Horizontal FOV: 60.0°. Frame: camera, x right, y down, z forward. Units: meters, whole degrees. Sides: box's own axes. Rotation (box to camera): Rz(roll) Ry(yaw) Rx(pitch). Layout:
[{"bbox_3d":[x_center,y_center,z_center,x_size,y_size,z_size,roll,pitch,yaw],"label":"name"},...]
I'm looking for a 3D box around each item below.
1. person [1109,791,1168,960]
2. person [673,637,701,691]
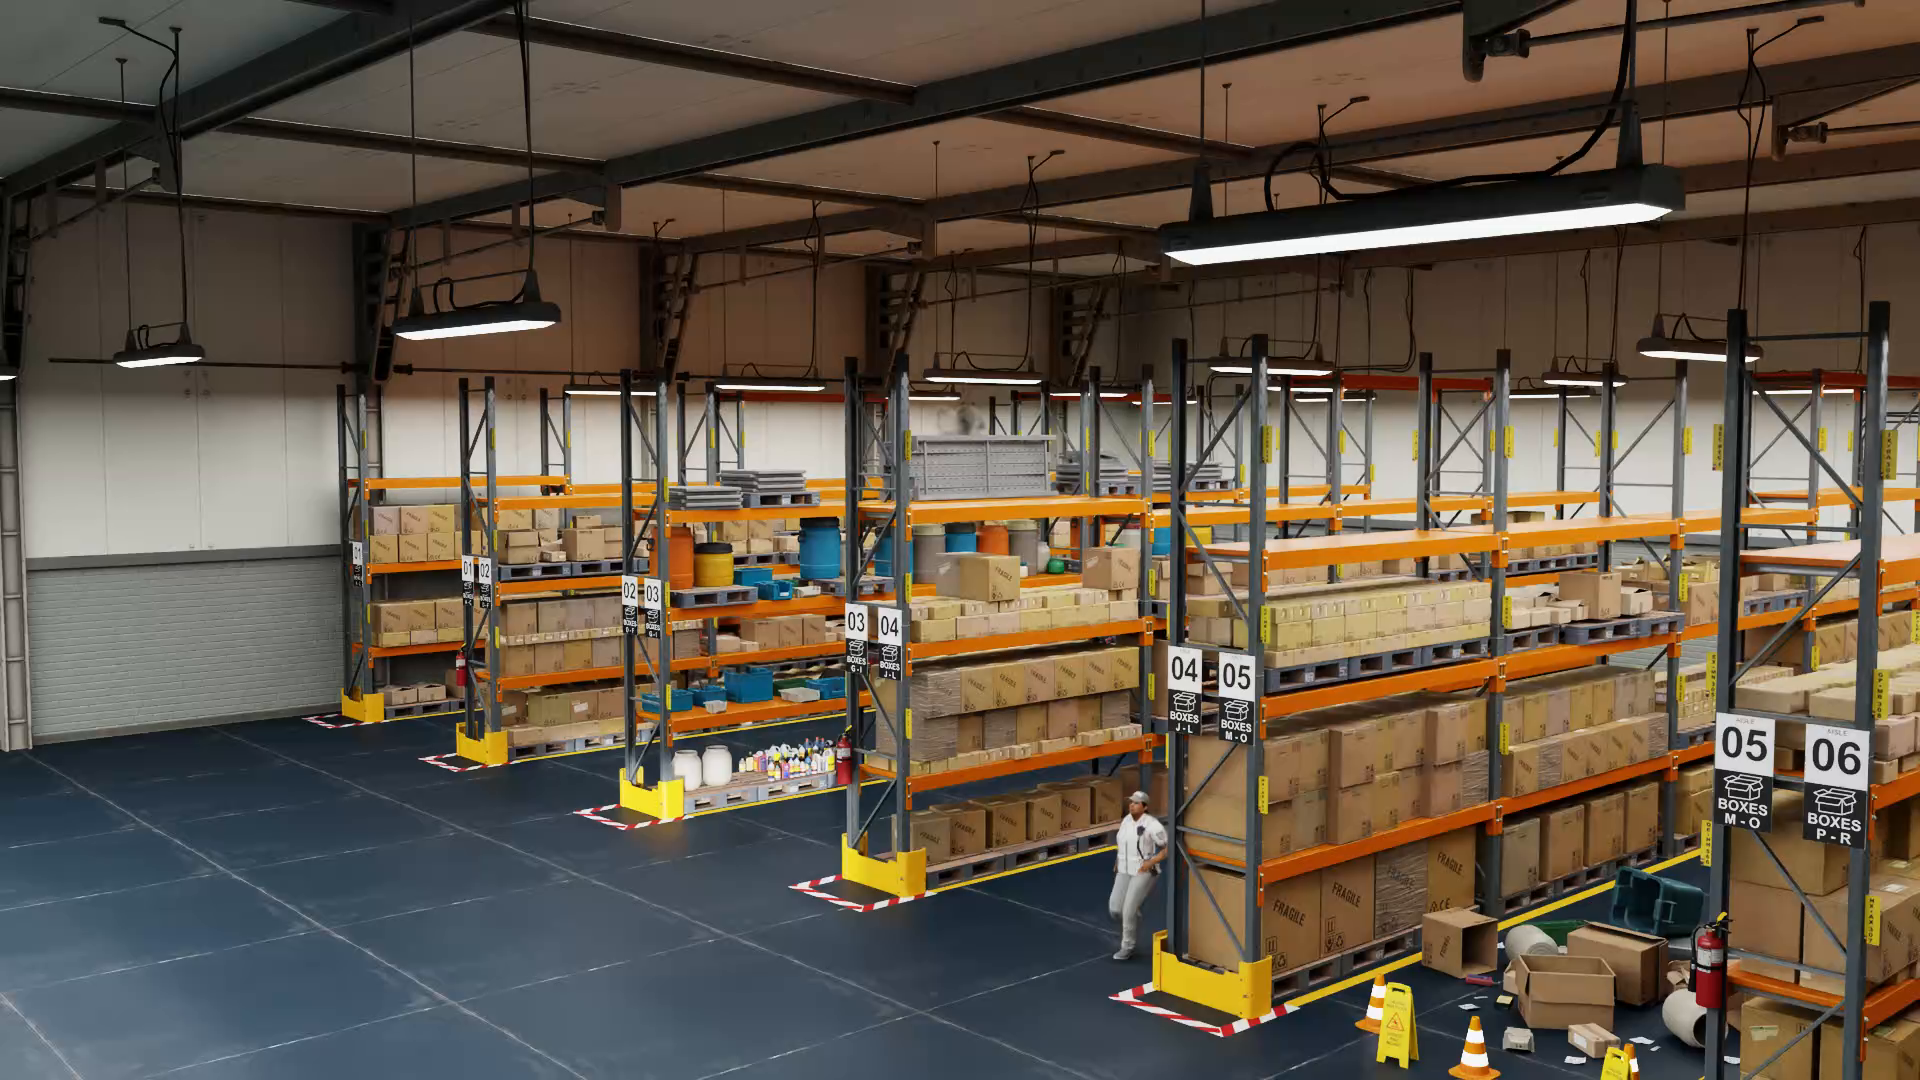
[{"bbox_3d":[1.728,3.292,16.387,0.607,1.615,0.577,4,5,45],"label":"person"},{"bbox_3d":[-5.093,2.290,31.008,0.664,1.673,0.624,3,5,40],"label":"person"}]
